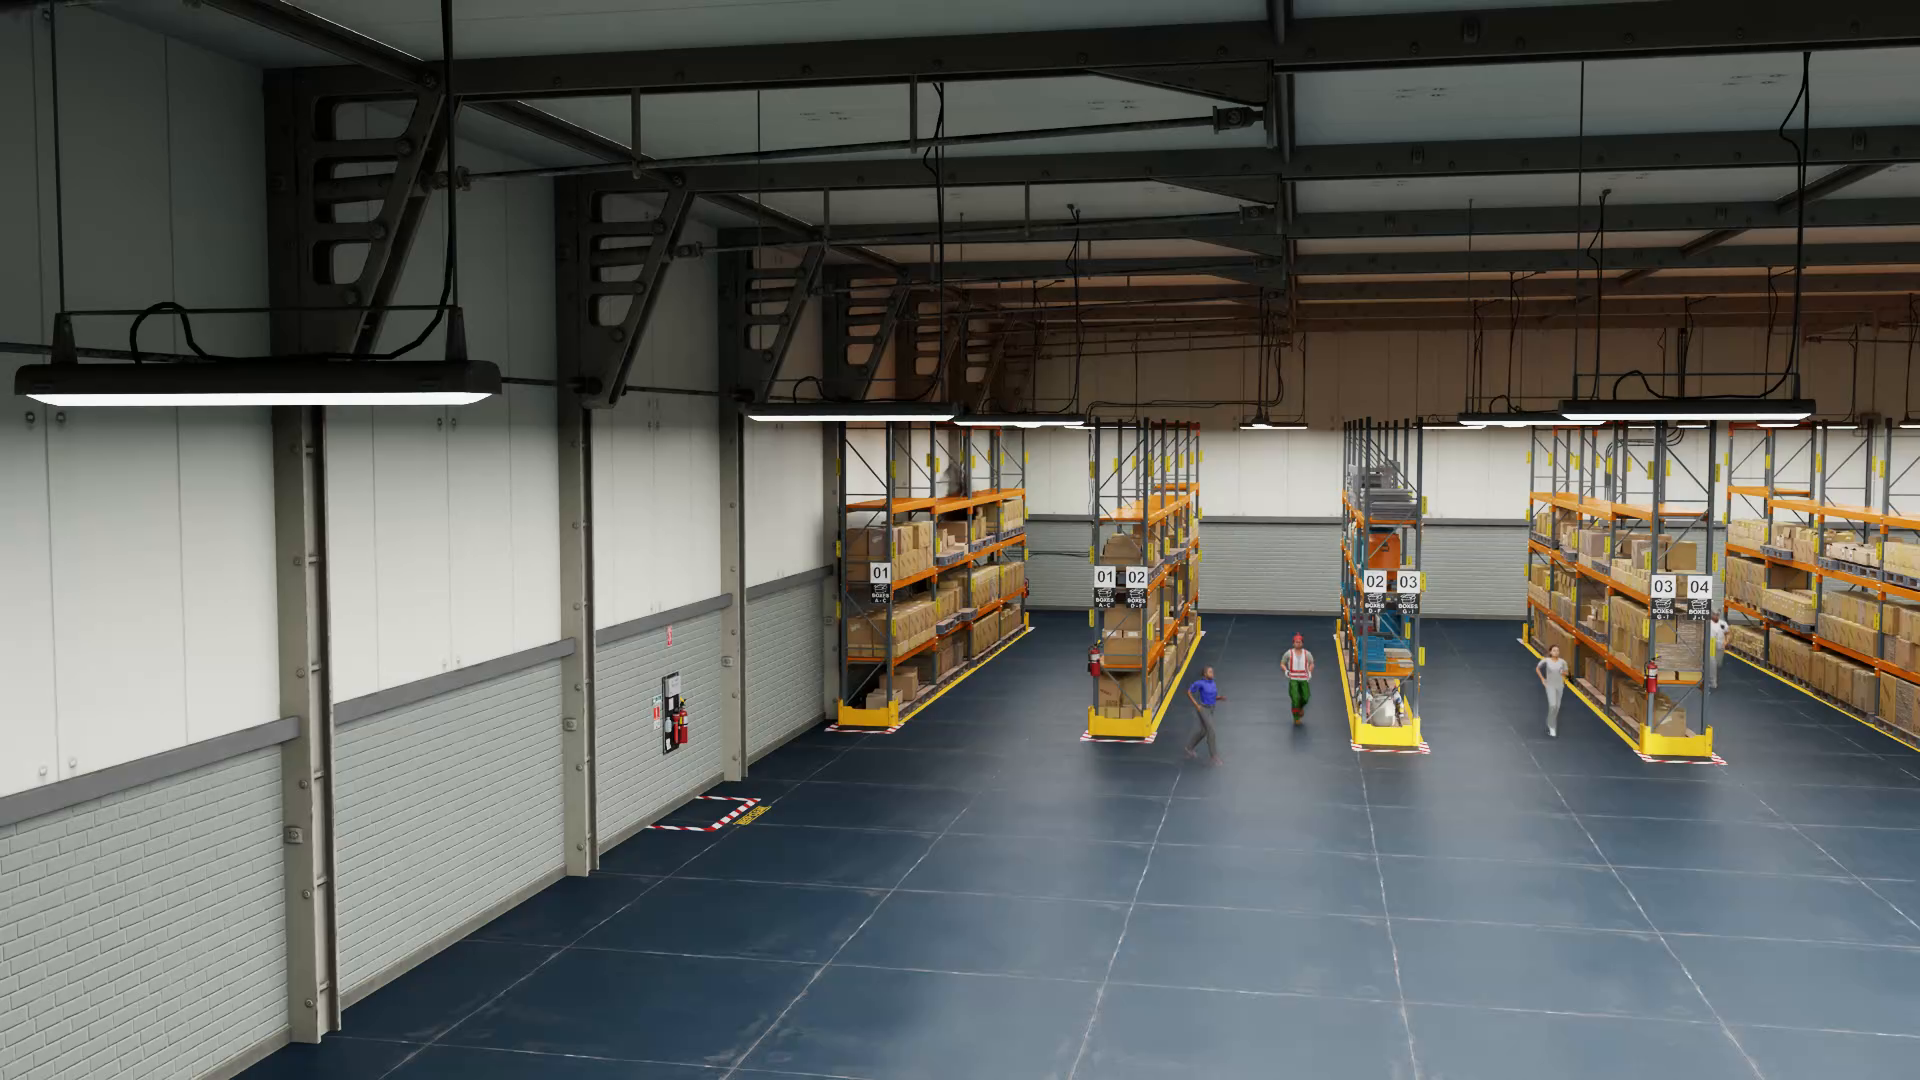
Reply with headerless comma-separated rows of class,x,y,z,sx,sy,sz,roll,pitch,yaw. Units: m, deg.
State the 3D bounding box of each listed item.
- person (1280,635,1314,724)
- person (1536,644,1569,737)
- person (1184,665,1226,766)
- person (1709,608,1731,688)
person,6.625,2.735,32.644,0.653,1.736,0.621,0,4,3
person,11.259,2.839,31.540,0.546,1.723,0.712,0,4,-1
person,4.257,3.024,28.813,0.812,1.708,0.556,3,5,37
person,17.048,2.418,37.570,0.675,1.784,0.827,1,4,11
